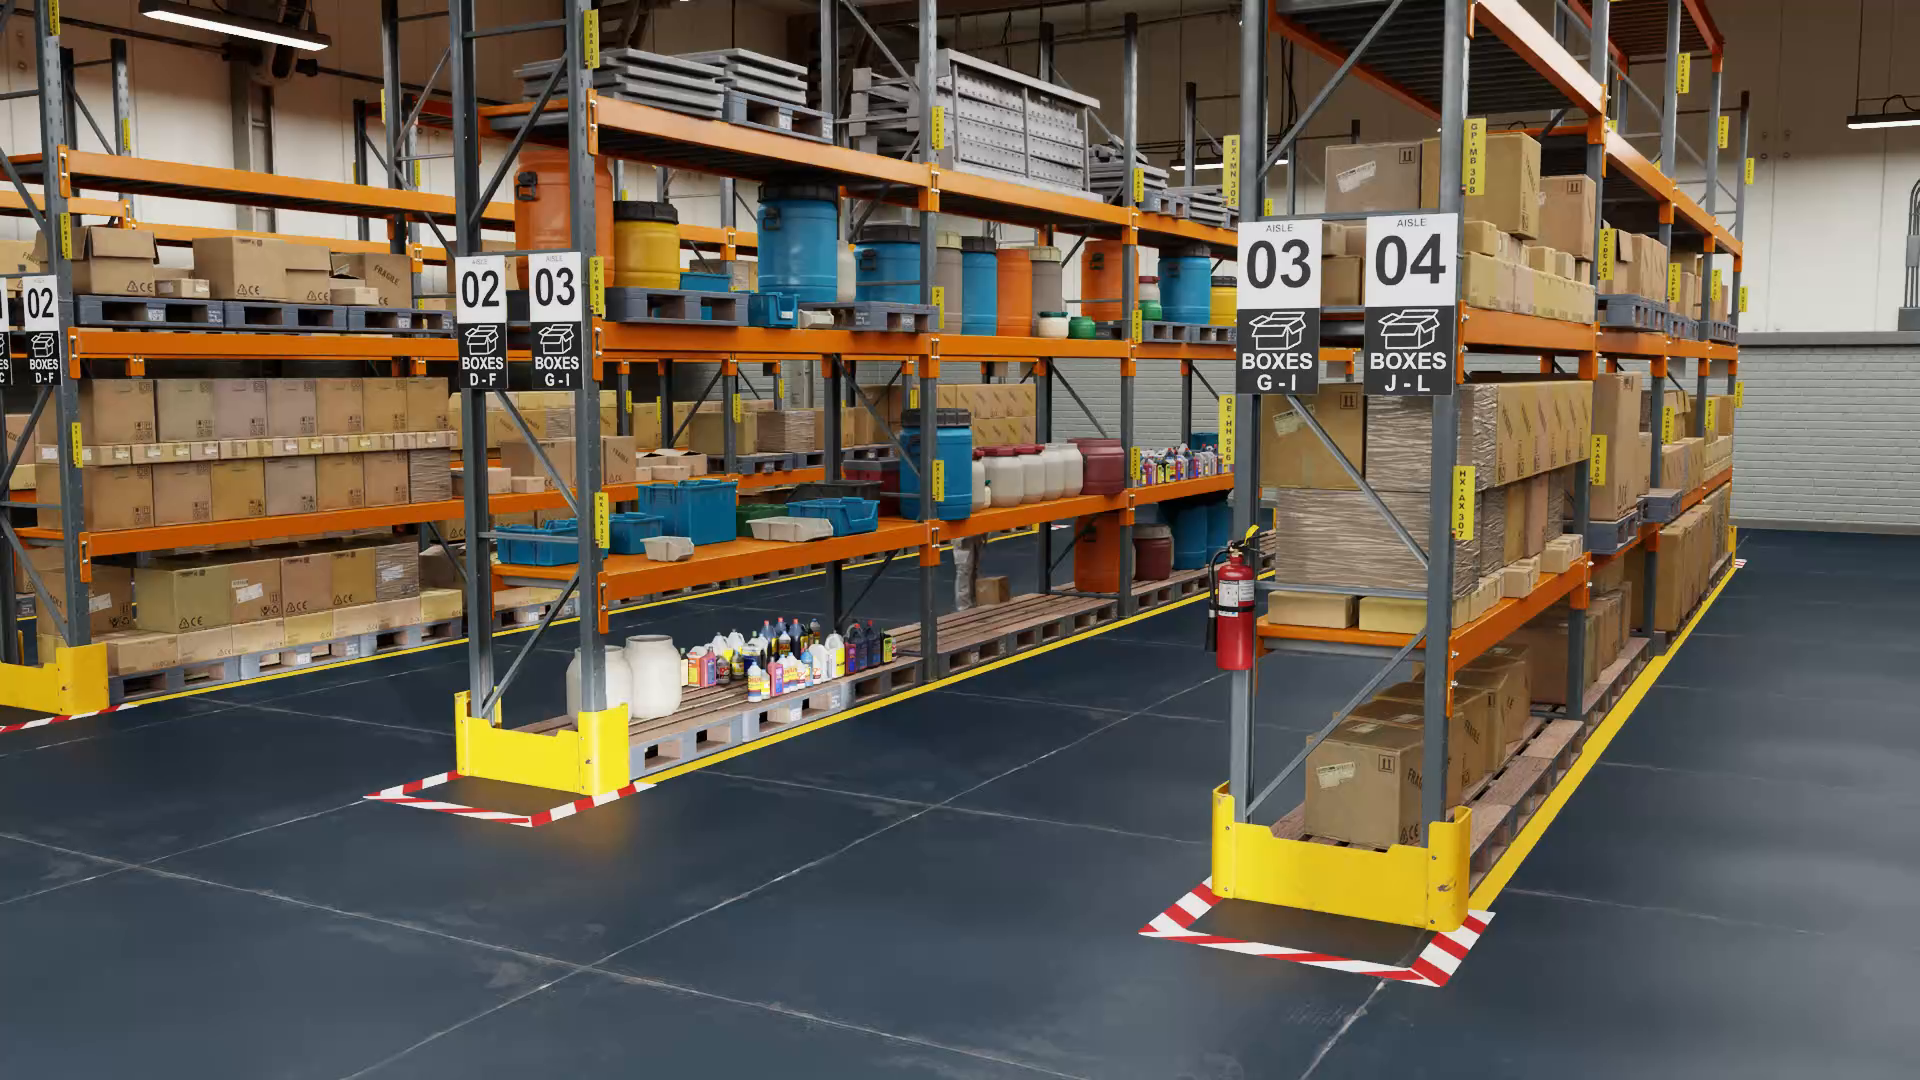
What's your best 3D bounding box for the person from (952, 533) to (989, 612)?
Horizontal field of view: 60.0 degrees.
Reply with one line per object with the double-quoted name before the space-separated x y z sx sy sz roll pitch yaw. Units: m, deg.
"person" 0.129 -0.067 16.554 0.577 1.783 0.642 3 7 28
